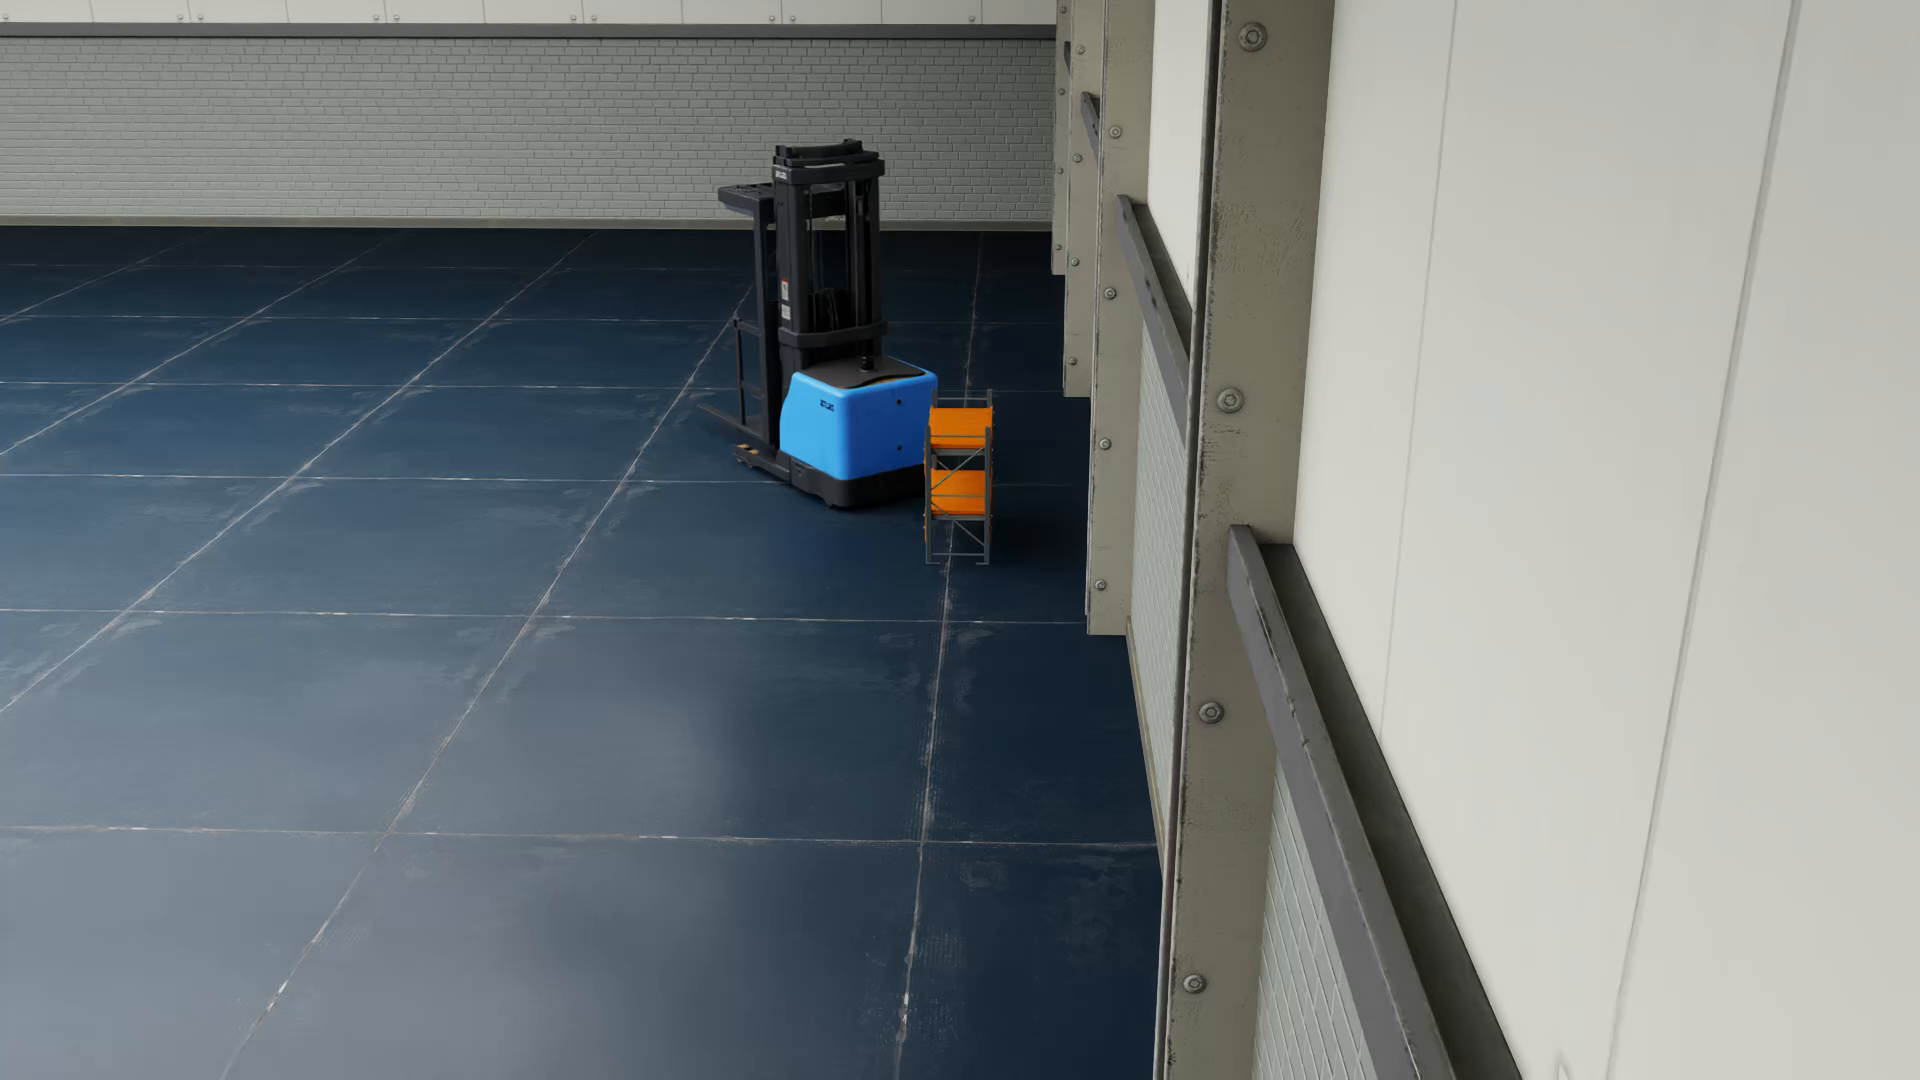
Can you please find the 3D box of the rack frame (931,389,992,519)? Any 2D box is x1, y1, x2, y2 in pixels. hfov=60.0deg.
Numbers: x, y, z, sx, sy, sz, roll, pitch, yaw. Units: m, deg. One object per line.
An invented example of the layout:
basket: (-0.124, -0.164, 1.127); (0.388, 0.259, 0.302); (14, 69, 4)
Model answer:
rack frame: (0.015, -0.706, 13.793); (0.500, 1.125, 0.032); (1, 21, 2)

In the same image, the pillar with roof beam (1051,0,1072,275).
pillar with roof beam: (-2.873, -7.981, 21.658); (9.100, 9.000, 0.400); (1, 21, 2)

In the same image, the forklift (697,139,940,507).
forklift: (-1.439, -2.117, 14.933); (1.130, 2.935, 3.031); (-14, 25, -33)

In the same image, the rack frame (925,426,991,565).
rack frame: (-0.016, -0.338, 12.845); (0.500, 1.125, 0.032); (1, 21, 2)

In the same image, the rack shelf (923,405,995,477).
rack shelf: (0.000, -0.795, 13.213); (0.538, 0.278, 1.000); (1, 21, 2)

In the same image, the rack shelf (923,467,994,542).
rack shelf: (0.000, -0.294, 13.408); (0.538, 0.278, 1.000); (1, 21, 2)

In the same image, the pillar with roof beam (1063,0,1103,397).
pillar with roof beam: (-3.056, -5.812, 16.067); (9.100, 9.000, 0.400); (1, 21, 2)

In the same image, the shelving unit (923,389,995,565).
shelving unit: (0.000, -0.522, 13.319); (0.538, 1.125, 1.048); (1, 21, 2)

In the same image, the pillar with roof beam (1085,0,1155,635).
pillar with roof beam: (-3.238, -3.642, 10.476); (9.100, 9.000, 0.400); (1, 21, 2)
